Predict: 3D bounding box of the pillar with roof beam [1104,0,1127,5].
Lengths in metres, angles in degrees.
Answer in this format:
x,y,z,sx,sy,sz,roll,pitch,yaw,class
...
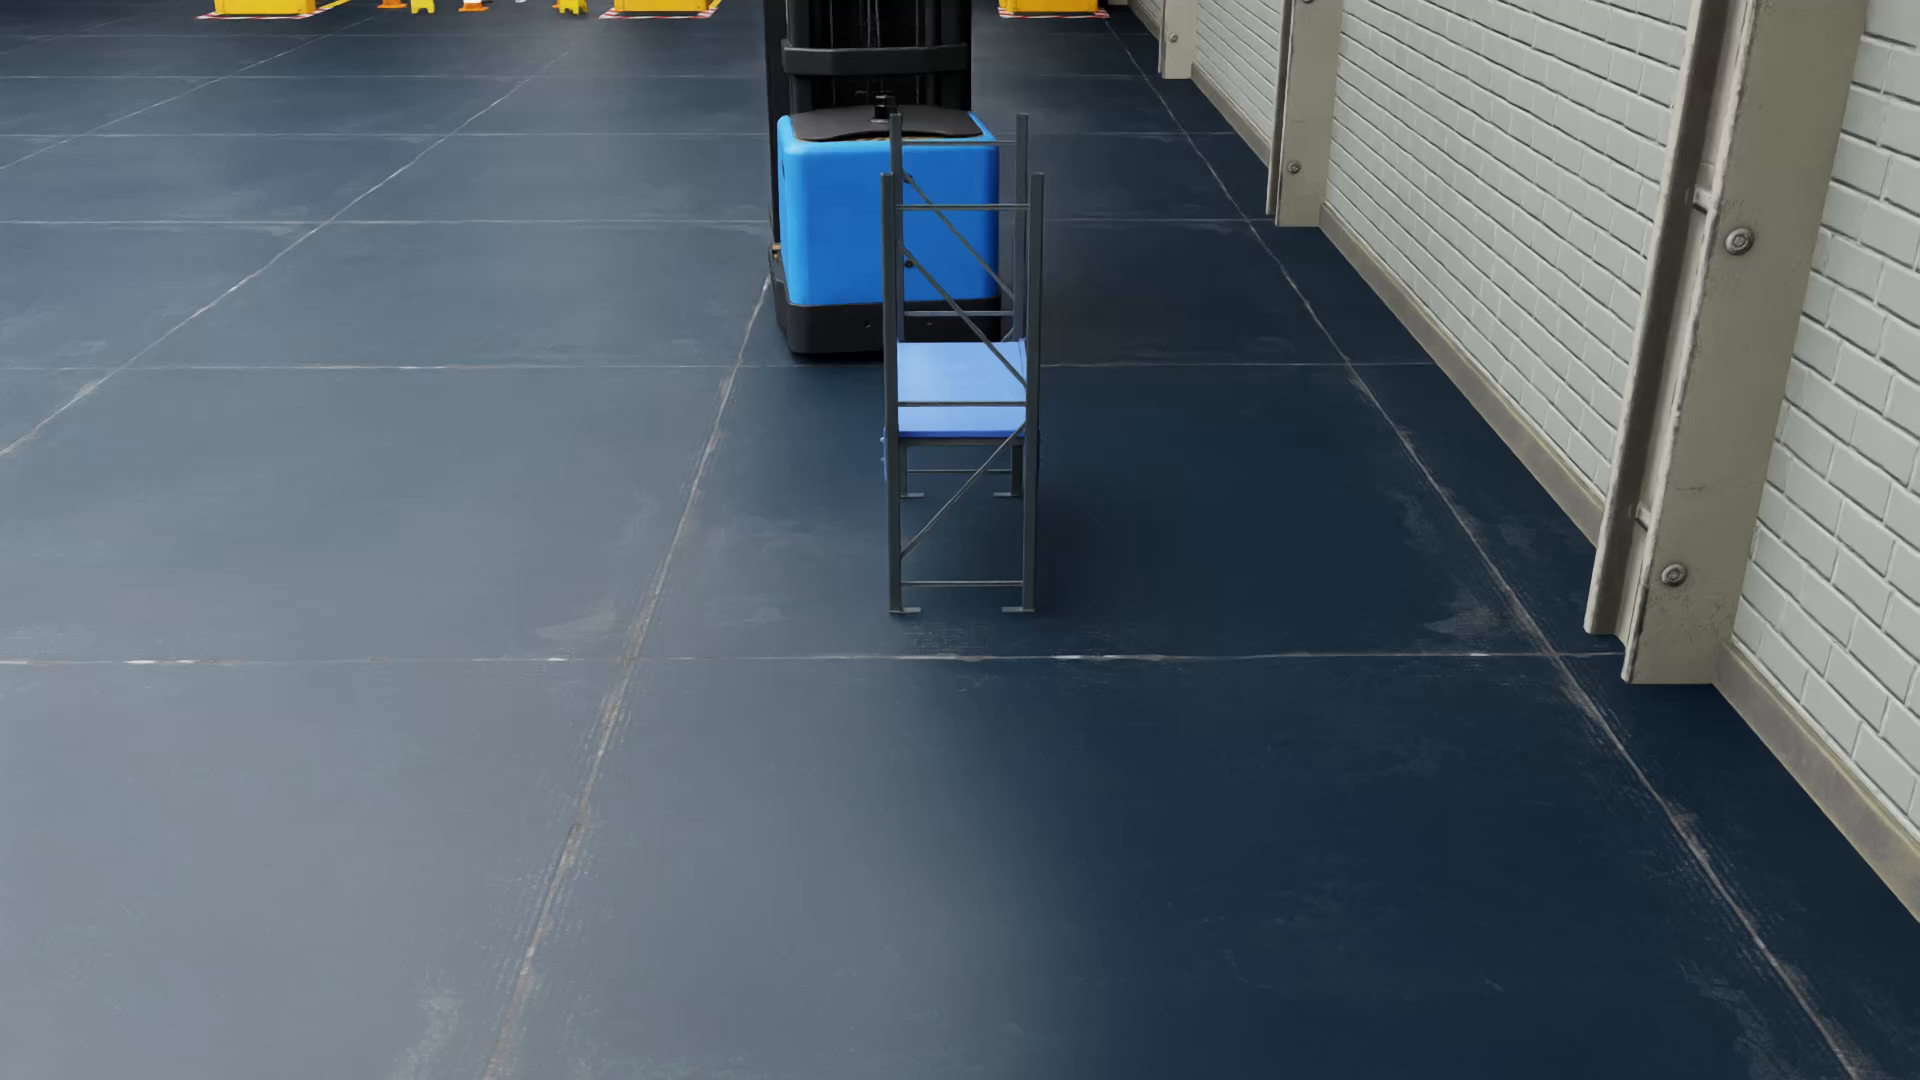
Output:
x,y,z,sx,sy,sz,roll,pitch,yaw,class
-2.245,-11.127,19.932,9.100,9.000,0.400,0,24,-1,pillar with roof beam

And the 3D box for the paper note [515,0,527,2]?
x,y,z,sx,sy,sz,roll,pitch,yaw,class
-5.798,-7.126,21.968,0.148,0.019,0.142,-9,26,-19,paper note

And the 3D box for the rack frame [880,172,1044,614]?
x,y,z,sx,sy,sz,roll,pitch,yaw,class
0.006,-0.439,5.400,0.500,1.500,0.032,0,24,-1,rack frame

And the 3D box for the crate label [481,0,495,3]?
x,y,z,sx,sy,sz,roll,pitch,yaw,class
-6.269,-7.144,21.878,0.250,0.136,0.298,-14,28,-28,crate label

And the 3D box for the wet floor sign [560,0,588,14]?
x,y,z,sx,sy,sz,roll,pitch,yaw,class
-4.865,-6.942,20.816,0.267,0.644,0.232,8,26,18,wet floor sign

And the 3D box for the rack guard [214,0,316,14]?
x,y,z,sx,sy,sz,roll,pitch,yaw,class
-8.746,-6.885,20.867,1.175,0.500,0.348,0,24,-1,rack guard

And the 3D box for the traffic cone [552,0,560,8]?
x,y,z,sx,sy,sz,roll,pitch,yaw,class
-5.092,-7.113,21.416,0.336,0.463,0.334,0,24,-1,traffic cone

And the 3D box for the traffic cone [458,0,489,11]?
x,y,z,sx,sy,sz,roll,pitch,yaw,class
-6.198,-6.968,21.096,0.336,0.463,0.334,0,24,-1,traffic cone

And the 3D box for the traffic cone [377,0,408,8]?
x,y,z,sx,sy,sz,roll,pitch,yaw,class
-7.332,-7.103,21.394,0.336,0.463,0.334,0,24,-1,traffic cone

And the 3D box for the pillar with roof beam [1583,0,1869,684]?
x,y,z,sx,sy,sz,roll,pitch,yaw,class
-2.049,-3.710,3.532,9.100,9.000,0.400,0,24,-1,pillar with roof beam

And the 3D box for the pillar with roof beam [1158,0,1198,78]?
x,y,z,sx,sy,sz,roll,pitch,yaw,class
-2.180,-8.654,14.465,9.100,9.000,0.400,0,24,-1,pillar with roof beam

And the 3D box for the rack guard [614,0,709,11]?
x,y,z,sx,sy,sz,roll,pitch,yaw,class
-3.798,-6.990,21.099,1.175,0.500,0.348,0,24,-1,rack guard

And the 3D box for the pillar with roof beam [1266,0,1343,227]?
x,y,z,sx,sy,sz,roll,pitch,yaw,class
-2.114,-6.182,8.999,9.100,9.000,0.400,0,24,-1,pillar with roof beam

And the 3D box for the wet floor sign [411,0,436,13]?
x,y,z,sx,sy,sz,roll,pitch,yaw,class
-6.766,-6.958,20.852,0.267,0.644,0.232,-4,25,-10,wet floor sign

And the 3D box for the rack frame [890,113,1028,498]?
x,y,z,sx,sy,sz,roll,pitch,yaw,class
-0.005,-0.858,6.326,0.500,1.500,0.032,0,24,-1,rack frame

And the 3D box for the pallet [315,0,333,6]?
x,y,z,sx,sy,sz,roll,pitch,yaw,class
-8.833,-7.093,21.676,1.003,0.211,1.213,0,24,-1,pallet

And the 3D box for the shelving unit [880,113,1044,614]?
x,y,z,sx,sy,sz,roll,pitch,yaw,class
0.001,-0.648,5.863,0.538,1.500,1.048,0,24,-1,shelving unit

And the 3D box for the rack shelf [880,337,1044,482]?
x,y,z,sx,sy,sz,roll,pitch,yaw,class
0.001,-0.484,5.937,0.538,0.185,1.000,0,24,-1,rack shelf

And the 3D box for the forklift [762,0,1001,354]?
x,y,z,sx,sy,sz,roll,pitch,yaw,class
-0.519,-2.816,8.920,1.130,2.935,3.031,-3,25,-7,forklift

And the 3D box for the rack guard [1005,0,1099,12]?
x,y,z,sx,sy,sz,roll,pitch,yaw,class
1.166,-6.973,21.061,1.175,0.500,0.348,0,24,-1,rack guard

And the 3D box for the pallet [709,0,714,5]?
x,y,z,sx,sy,sz,roll,pitch,yaw,class
-3.772,-7.194,21.899,1.003,0.211,1.213,0,24,-1,pallet
